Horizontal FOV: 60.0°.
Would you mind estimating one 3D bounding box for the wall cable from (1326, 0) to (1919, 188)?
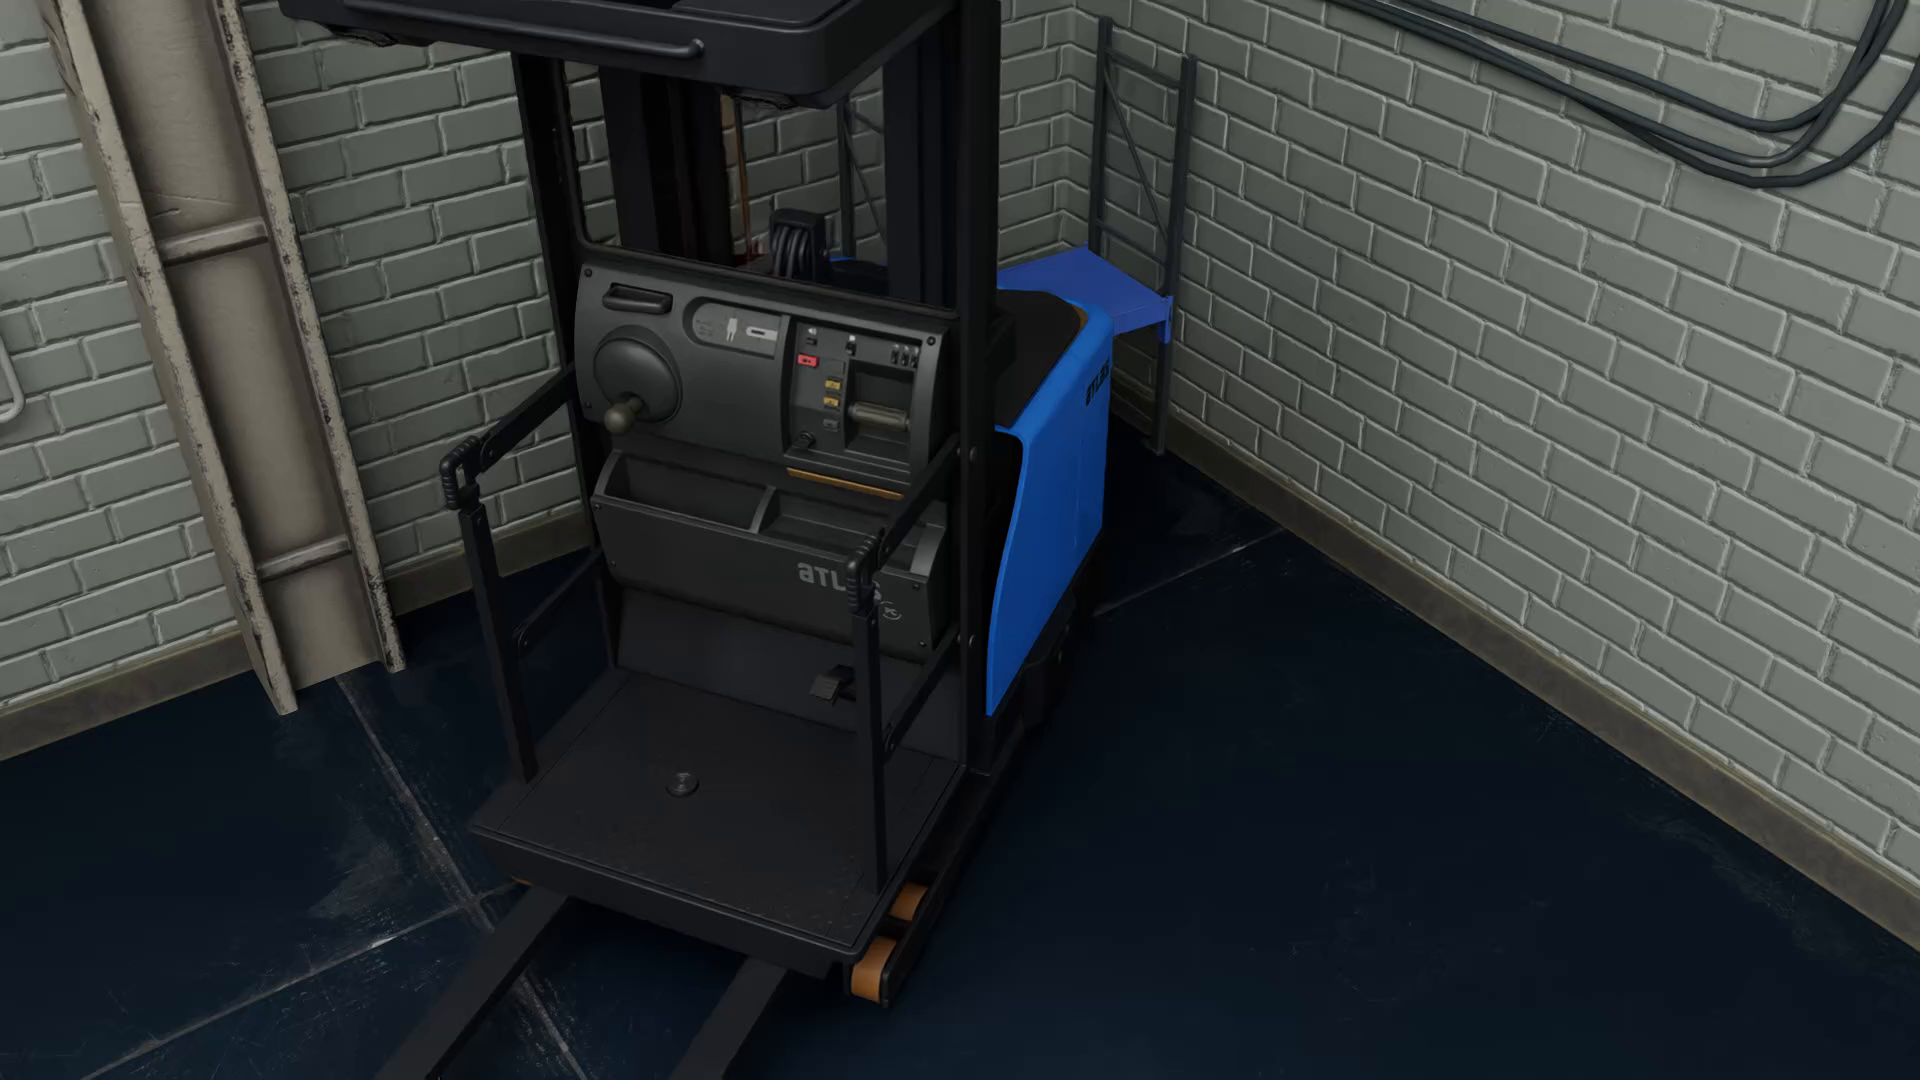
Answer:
[{"bbox_3d":[1.145,-2.413,4.057,0.112,2.526,3.097,-22,41,-28],"label":"wall cable"}]

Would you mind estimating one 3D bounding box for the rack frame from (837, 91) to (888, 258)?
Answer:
[{"bbox_3d":[-0.247,-0.740,5.492,0.032,1.500,0.500,-20,40,-25],"label":"rack frame"}]

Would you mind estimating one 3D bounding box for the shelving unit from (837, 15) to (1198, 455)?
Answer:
[{"bbox_3d":[0.185,-0.896,5.711,1.048,1.500,0.538,-20,40,-25],"label":"shelving unit"}]

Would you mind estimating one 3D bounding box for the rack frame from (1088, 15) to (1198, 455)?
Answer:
[{"bbox_3d":[0.616,-1.053,5.929,0.032,1.500,0.500,-20,40,-25],"label":"rack frame"}]

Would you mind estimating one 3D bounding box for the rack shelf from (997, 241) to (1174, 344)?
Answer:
[{"bbox_3d":[0.185,-0.750,5.816,1.000,0.185,0.538,-20,40,-25],"label":"rack shelf"}]

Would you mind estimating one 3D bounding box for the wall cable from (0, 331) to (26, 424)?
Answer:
[{"bbox_3d":[-3.182,-0.800,3.424,1.851,1.984,0.084,-22,41,-28],"label":"wall cable"}]

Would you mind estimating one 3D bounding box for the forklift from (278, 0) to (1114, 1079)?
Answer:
[{"bbox_3d":[-0.559,-0.322,3.687,1.130,2.935,3.031,13,38,18],"label":"forklift"}]
